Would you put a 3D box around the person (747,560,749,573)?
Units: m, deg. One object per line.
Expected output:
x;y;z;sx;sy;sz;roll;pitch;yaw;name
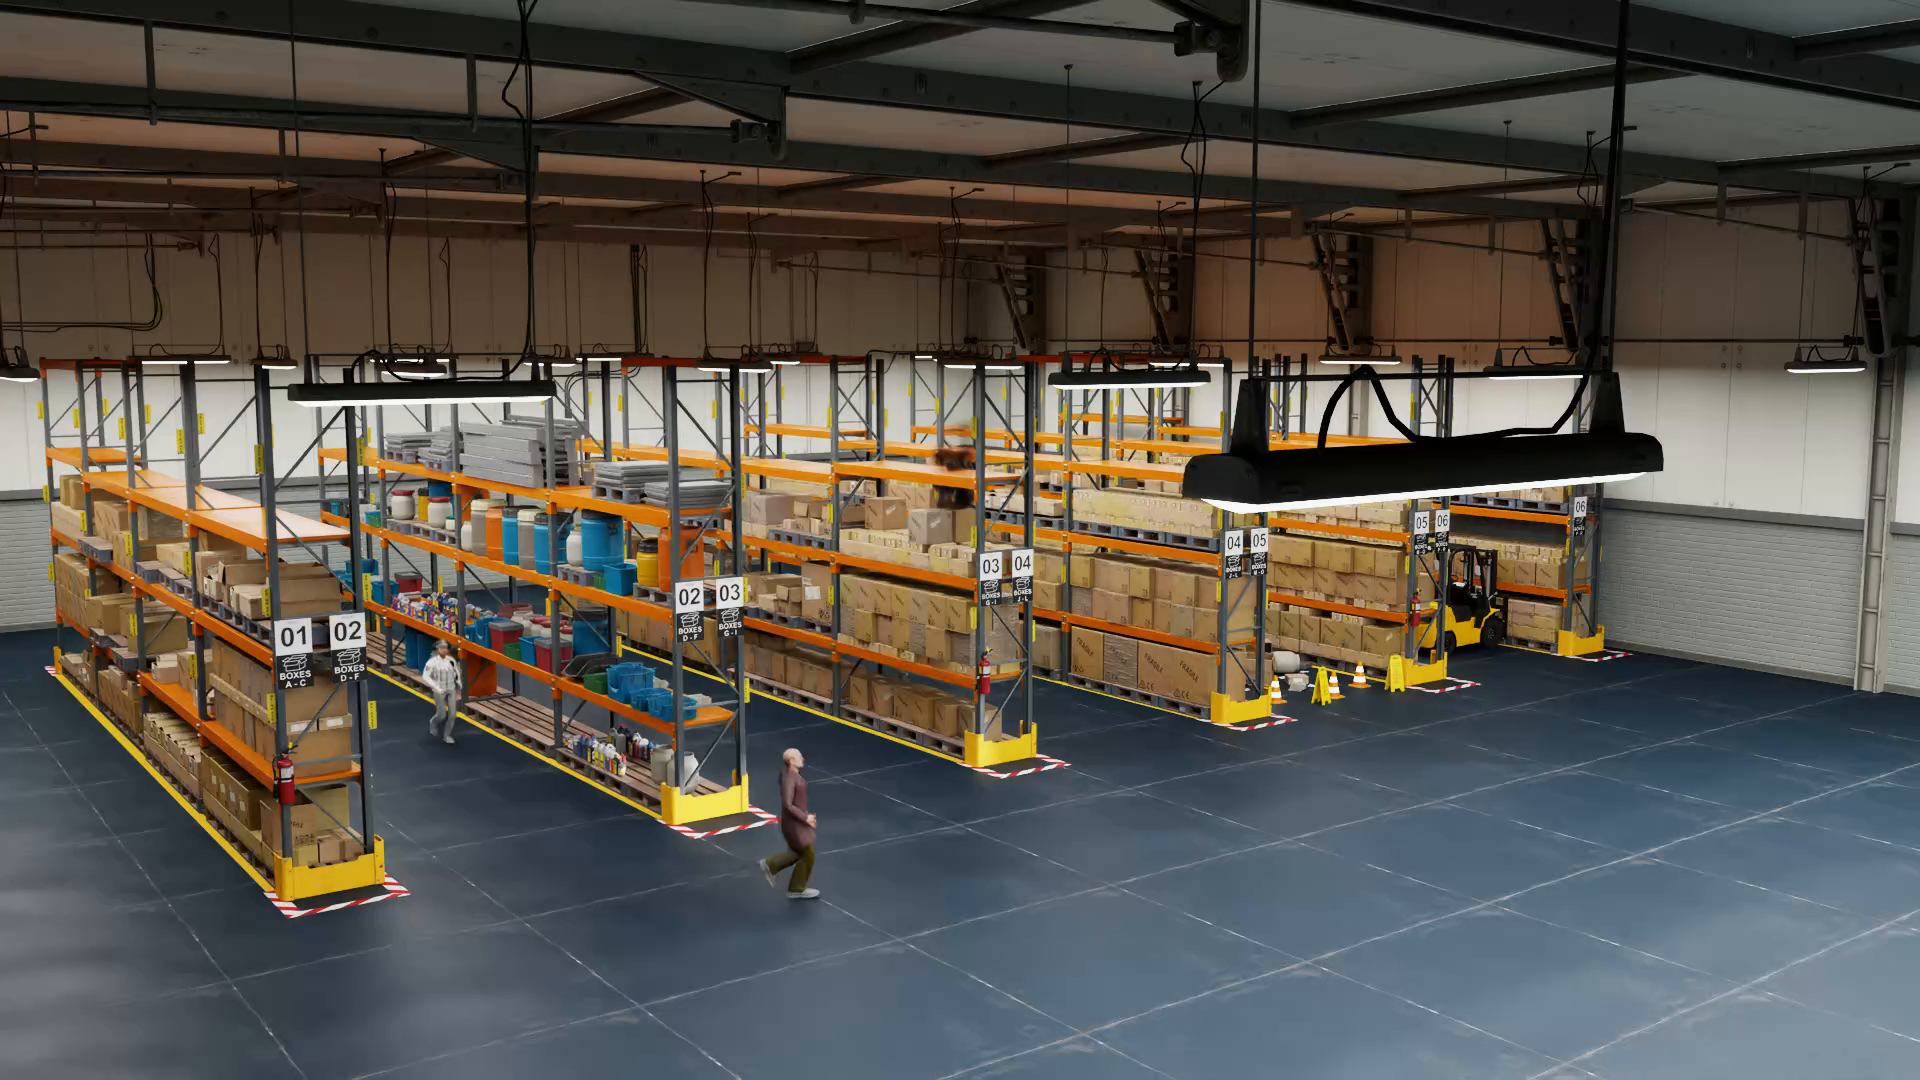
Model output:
-4.555;1.275;35.209;0.542;1.731;0.702;-7;10;-44;person

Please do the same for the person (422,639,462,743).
-8.141;2.368;26.231;0.615;1.647;0.575;-6;9;-41;person

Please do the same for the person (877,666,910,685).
-1.161;1.752;30.803;0.671;1.819;0.911;-5;9;-37;person

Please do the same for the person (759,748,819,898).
-1.947;3.211;18.858;0.686;1.729;0.756;-1;7;-7;person
